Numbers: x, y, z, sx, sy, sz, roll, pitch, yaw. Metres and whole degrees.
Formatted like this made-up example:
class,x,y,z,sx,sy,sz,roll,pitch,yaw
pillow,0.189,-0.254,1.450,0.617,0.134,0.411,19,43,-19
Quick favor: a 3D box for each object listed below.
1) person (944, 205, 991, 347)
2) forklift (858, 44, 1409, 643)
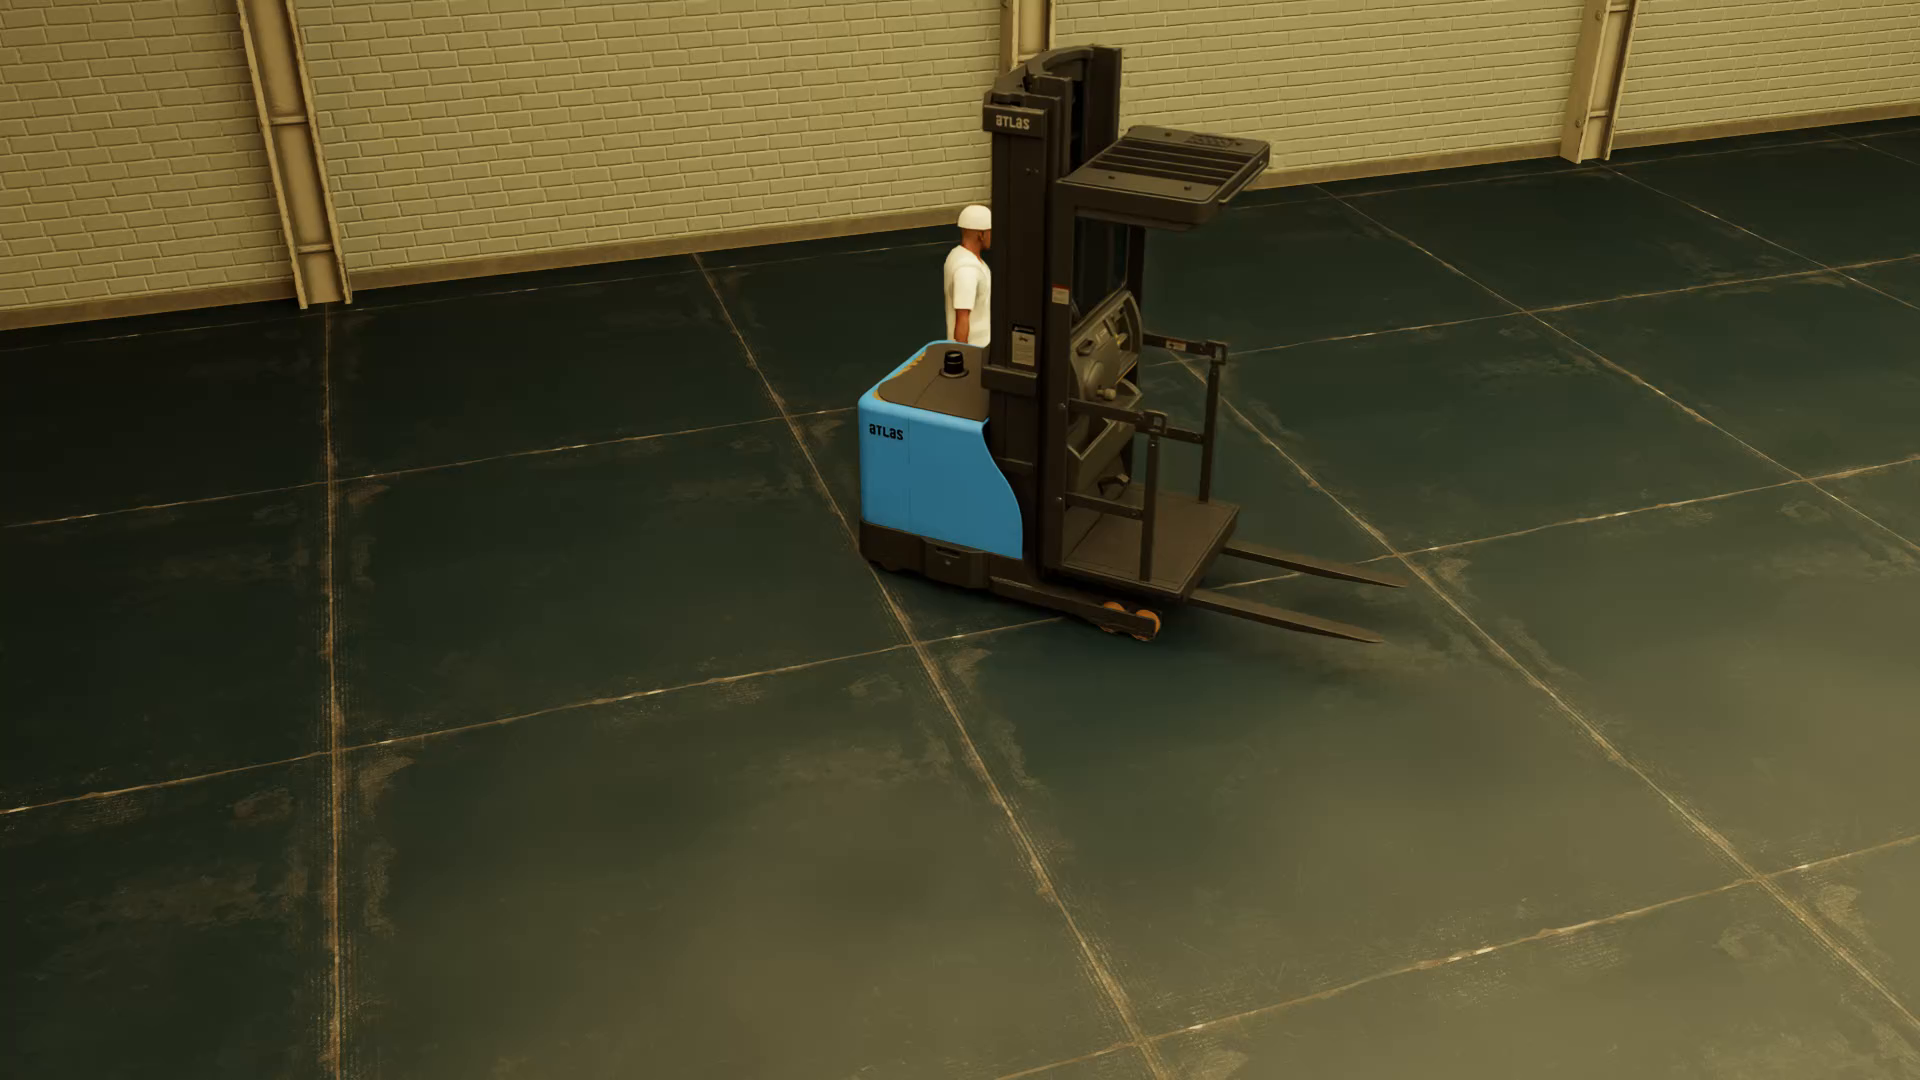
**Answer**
class,x,y,z,sx,sy,sz,roll,pitch,yaw
person,0.015,-1.235,10.508,0.502,1.718,0.897,-1,30,-1
forklift,0.970,-1.023,8.865,3.031,2.935,1.130,14,33,22
